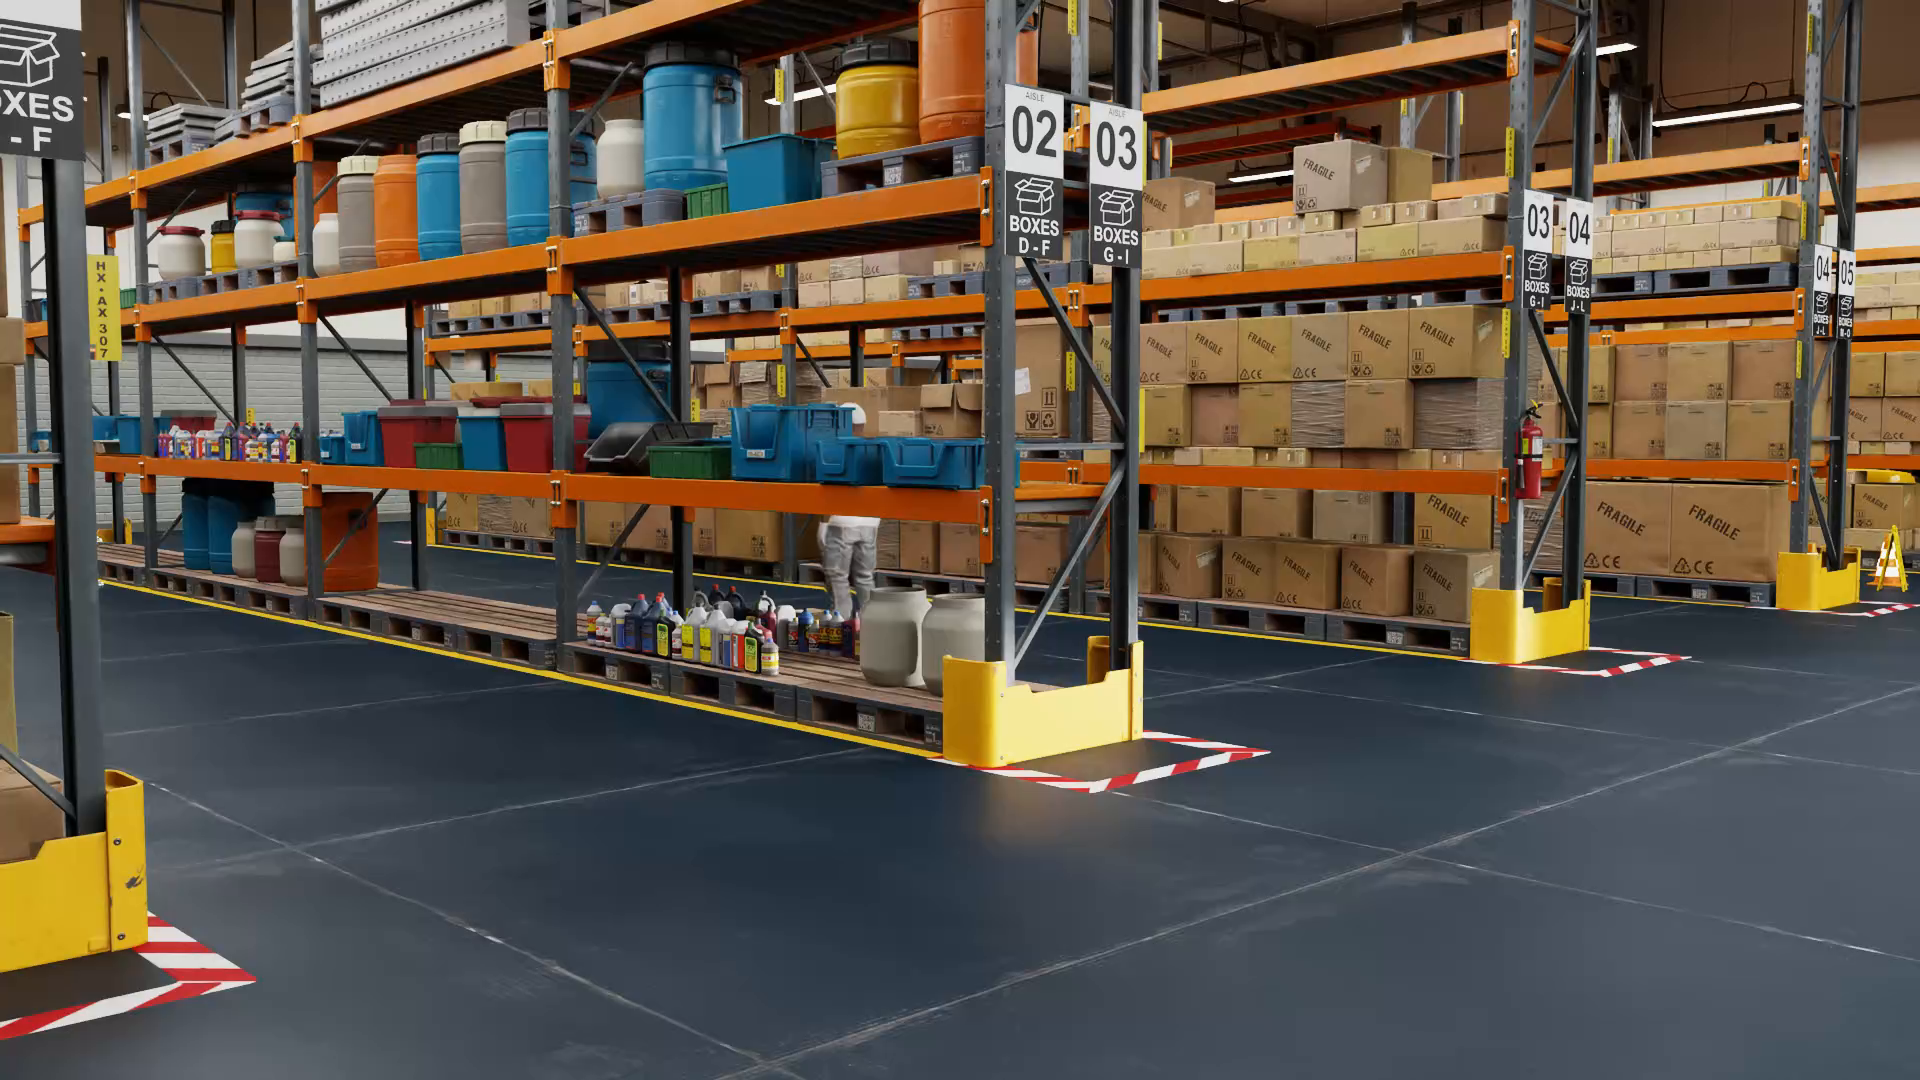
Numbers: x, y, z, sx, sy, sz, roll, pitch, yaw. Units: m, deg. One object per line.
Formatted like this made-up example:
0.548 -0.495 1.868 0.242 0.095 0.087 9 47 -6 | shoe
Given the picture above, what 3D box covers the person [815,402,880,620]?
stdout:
-0.791 -0.090 11.899 0.545 1.782 0.359 -4 5 -42 | person
